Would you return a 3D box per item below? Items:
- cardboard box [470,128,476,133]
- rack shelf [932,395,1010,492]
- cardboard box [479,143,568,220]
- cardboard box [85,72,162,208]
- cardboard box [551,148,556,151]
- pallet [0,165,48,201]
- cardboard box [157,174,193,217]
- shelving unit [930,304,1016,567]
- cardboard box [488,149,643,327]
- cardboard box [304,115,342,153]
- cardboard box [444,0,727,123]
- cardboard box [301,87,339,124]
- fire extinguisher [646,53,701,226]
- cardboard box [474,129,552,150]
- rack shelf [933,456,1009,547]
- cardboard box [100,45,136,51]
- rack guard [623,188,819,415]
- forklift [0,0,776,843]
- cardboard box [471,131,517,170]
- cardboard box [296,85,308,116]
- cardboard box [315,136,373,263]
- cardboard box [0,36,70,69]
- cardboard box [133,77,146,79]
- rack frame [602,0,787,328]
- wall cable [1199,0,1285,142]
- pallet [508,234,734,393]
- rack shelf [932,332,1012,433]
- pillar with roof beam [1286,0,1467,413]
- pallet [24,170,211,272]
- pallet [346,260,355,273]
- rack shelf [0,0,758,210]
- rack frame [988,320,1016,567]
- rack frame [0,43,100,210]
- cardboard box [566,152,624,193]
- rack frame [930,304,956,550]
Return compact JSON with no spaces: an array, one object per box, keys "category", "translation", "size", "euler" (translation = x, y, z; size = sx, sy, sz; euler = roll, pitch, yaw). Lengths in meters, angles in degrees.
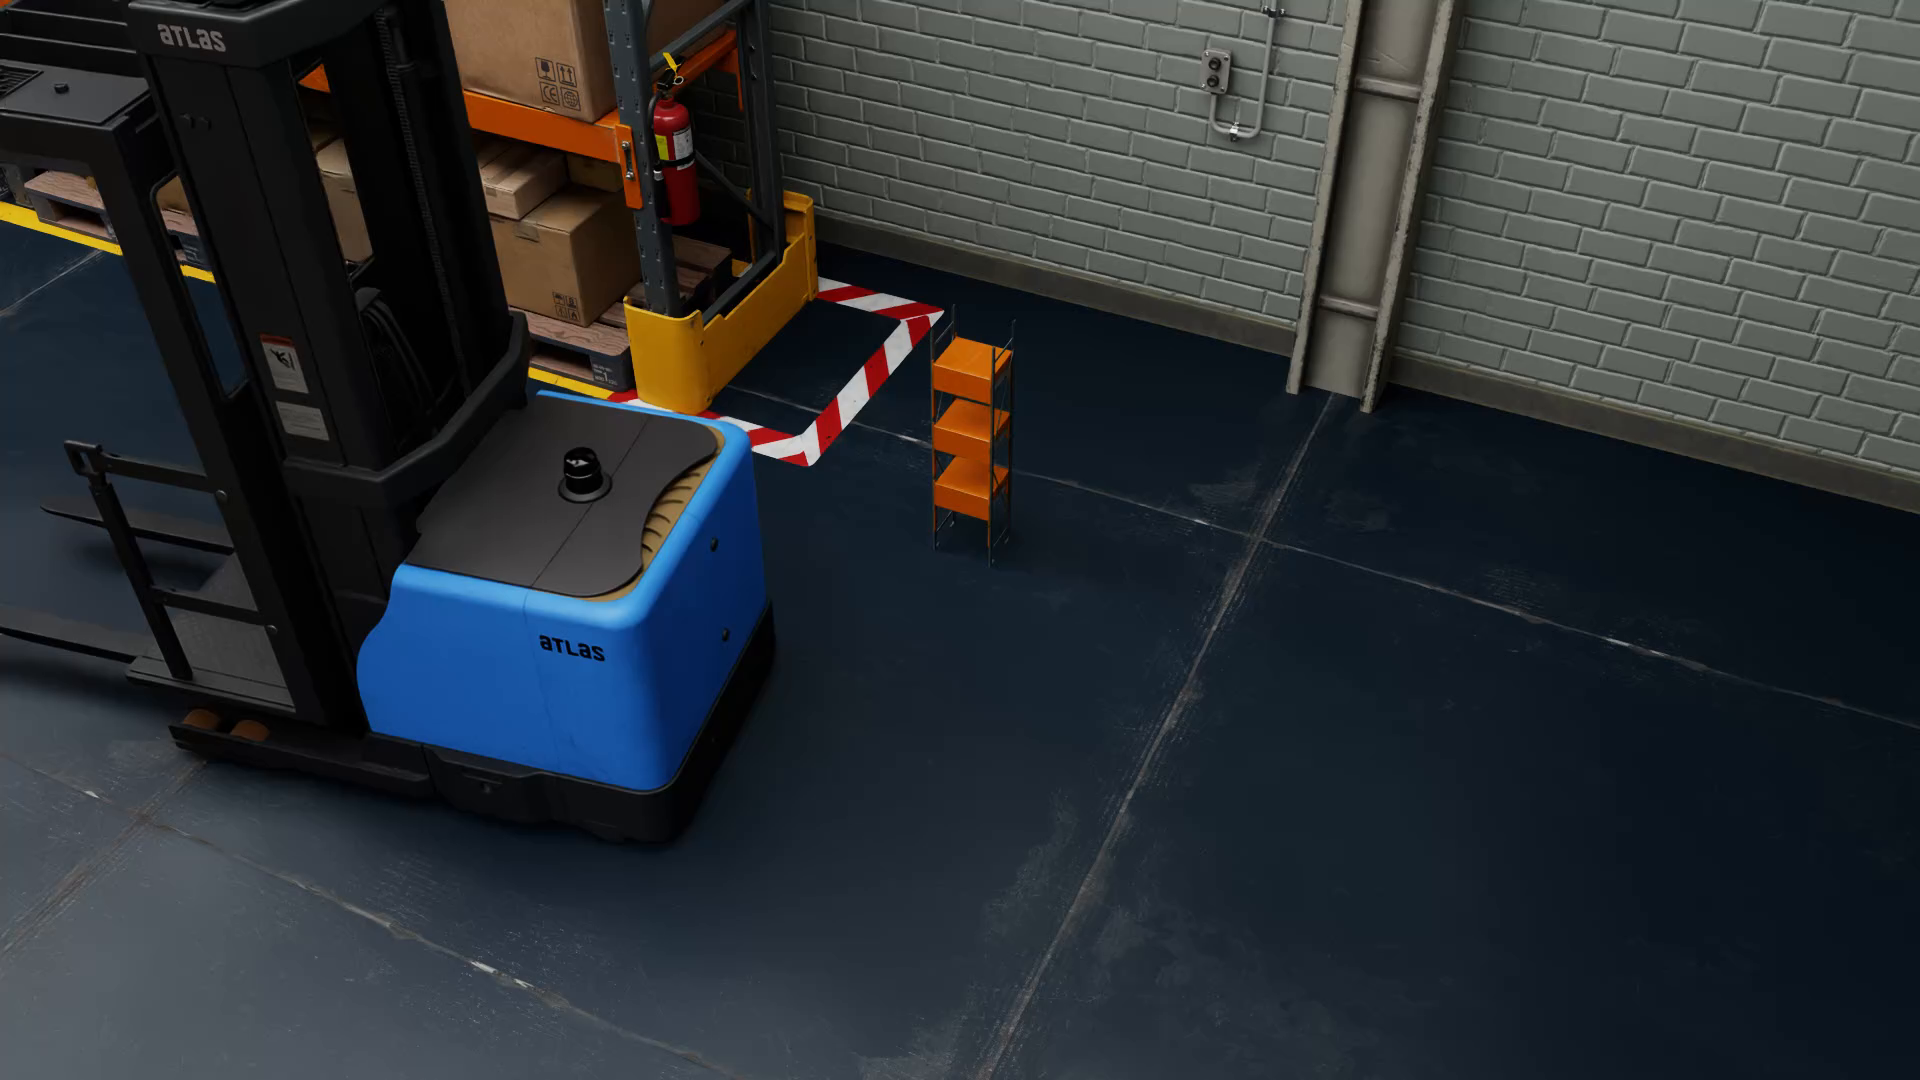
[{"category":"cardboard box","translation":[-2.260,-1.963,7.817],"size":[0.250,0.149,0.380],"euler":[17,44,19]},{"category":"rack shelf","translation":[0.048,-0.374,6.396],"size":[0.240,0.259,0.215],"euler":[17,44,19]},{"category":"cardboard box","translation":[-1.965,-1.597,7.395],"size":[0.250,0.149,0.380],"euler":[16,44,18]},{"category":"cardboard box","translation":[-4.085,-2.130,8.505],"size":[0.500,0.500,0.700],"euler":[18,44,19]},{"category":"cardboard box","translation":[-2.225,-1.563,7.851],"size":[0.500,0.500,0.700],"euler":[17,44,19]},{"category":"pallet","translation":[-5.451,-2.299,9.241],"size":[1.213,0.211,1.003],"euler":[17,44,19]},{"category":"cardboard box","translation":[-3.632,-1.989,8.342],"size":[0.500,0.500,0.700],"euler":[17,44,18]},{"category":"shelving unit","translation":[0.048,-0.382,6.389],"size":[0.252,1.050,0.215],"euler":[17,44,19]},{"category":"cardboard box","translation":[-1.771,-1.424,7.691],"size":[0.500,0.500,0.700],"euler":[17,44,19]},{"category":"cardboard box","translation":[-3.167,-1.845,8.177],"size":[0.500,0.500,0.700],"euler":[18,44,20]},{"category":"cardboard box","translation":[-1.561,-2.325,6.913],"size":[0.700,0.700,0.980],"euler":[19,44,21]},{"category":"cardboard box","translation":[-2.953,-2.174,8.061],"size":[0.250,0.149,0.380],"euler":[16,43,18]},{"category":"fire extinguisher","translation":[-1.153,-1.590,6.638],"size":[0.183,0.674,0.296],"euler":[17,44,19]},{"category":"cardboard box","translation":[-2.033,-1.893,7.737],"size":[0.250,0.149,0.380],"euler":[17,44,19]},{"category":"rack shelf","translation":[0.048,-0.164,6.578],"size":[0.240,0.259,0.215],"euler":[17,44,19]},{"category":"cardboard box","translation":[-4.133,-2.533,8.475],"size":[0.250,0.149,0.380],"euler":[17,44,18]},{"category":"rack guard","translation":[-1.073,-1.125,7.666],"size":[0.348,0.500,1.175],"euler":[17,44,19]},{"category":"forklift","translation":[-2.259,-0.637,5.248],"size":[3.031,2.935,1.130],"euler":[10,42,12]},{"category":"cardboard box","translation":[-2.197,-1.667,7.476],"size":[0.250,0.149,0.380],"euler":[18,44,20]},{"category":"cardboard box","translation":[-3.187,-2.245,8.143],"size":[0.250,0.149,0.380],"euler":[17,44,19]},{"category":"cardboard box","translation":[-2.681,-1.702,8.011],"size":[0.500,0.500,0.700],"euler":[16,43,17]},{"category":"cardboard box","translation":[-5.364,-2.633,8.818],"size":[0.750,0.750,0.750],"euler":[17,44,19]},{"category":"cardboard box","translation":[-3.852,-2.172,8.058],"size":[0.250,0.149,0.380],"euler":[18,44,20]},{"category":"rack frame","translation":[-1.095,-2.076,6.855],"size":[0.127,3.000,1.000],"euler":[17,44,19]},{"category":"wall cable","translation":[0.465,-2.667,6.761],"size":[1.851,1.984,0.084],"euler":[17,44,19]},{"category":"pallet","translation":[-1.853,-1.197,7.970],"size":[1.213,0.211,1.003],"euler":[17,44,19]},{"category":"rack shelf","translation":[0.048,-0.588,6.210],"size":[0.240,0.259,0.215],"euler":[17,44,19]},{"category":"pillar with roof beam","translation":[-0.102,-1.553,1.672],"size":[0.400,9.000,9.100],"euler":[17,44,19]},{"category":"pallet","translation":[-4.064,-1.873,8.750],"size":[1.213,0.211,1.003],"euler":[17,44,19]},{"category":"pallet","translation":[-2.954,-1.536,8.361],"size":[1.213,0.211,1.003],"euler":[17,44,19]},{"category":"rack shelf","translation":[-2.907,-2.358,7.729],"size":[4.000,0.370,1.077],"euler":[17,44,19]},{"category":"rack frame","translation":[0.159,-0.348,6.350],"size":[0.008,1.050,0.200],"euler":[17,44,19]},{"category":"rack frame","translation":[-4.720,-3.184,8.133],"size":[0.127,3.000,1.000],"euler":[17,44,19]},{"category":"cardboard box","translation":[-1.574,-1.754,7.576],"size":[0.250,0.149,0.380],"euler":[17,44,19]},{"category":"rack frame","translation":[-0.062,-0.416,6.428],"size":[0.008,1.050,0.200],"euler":[17,44,19]}]
